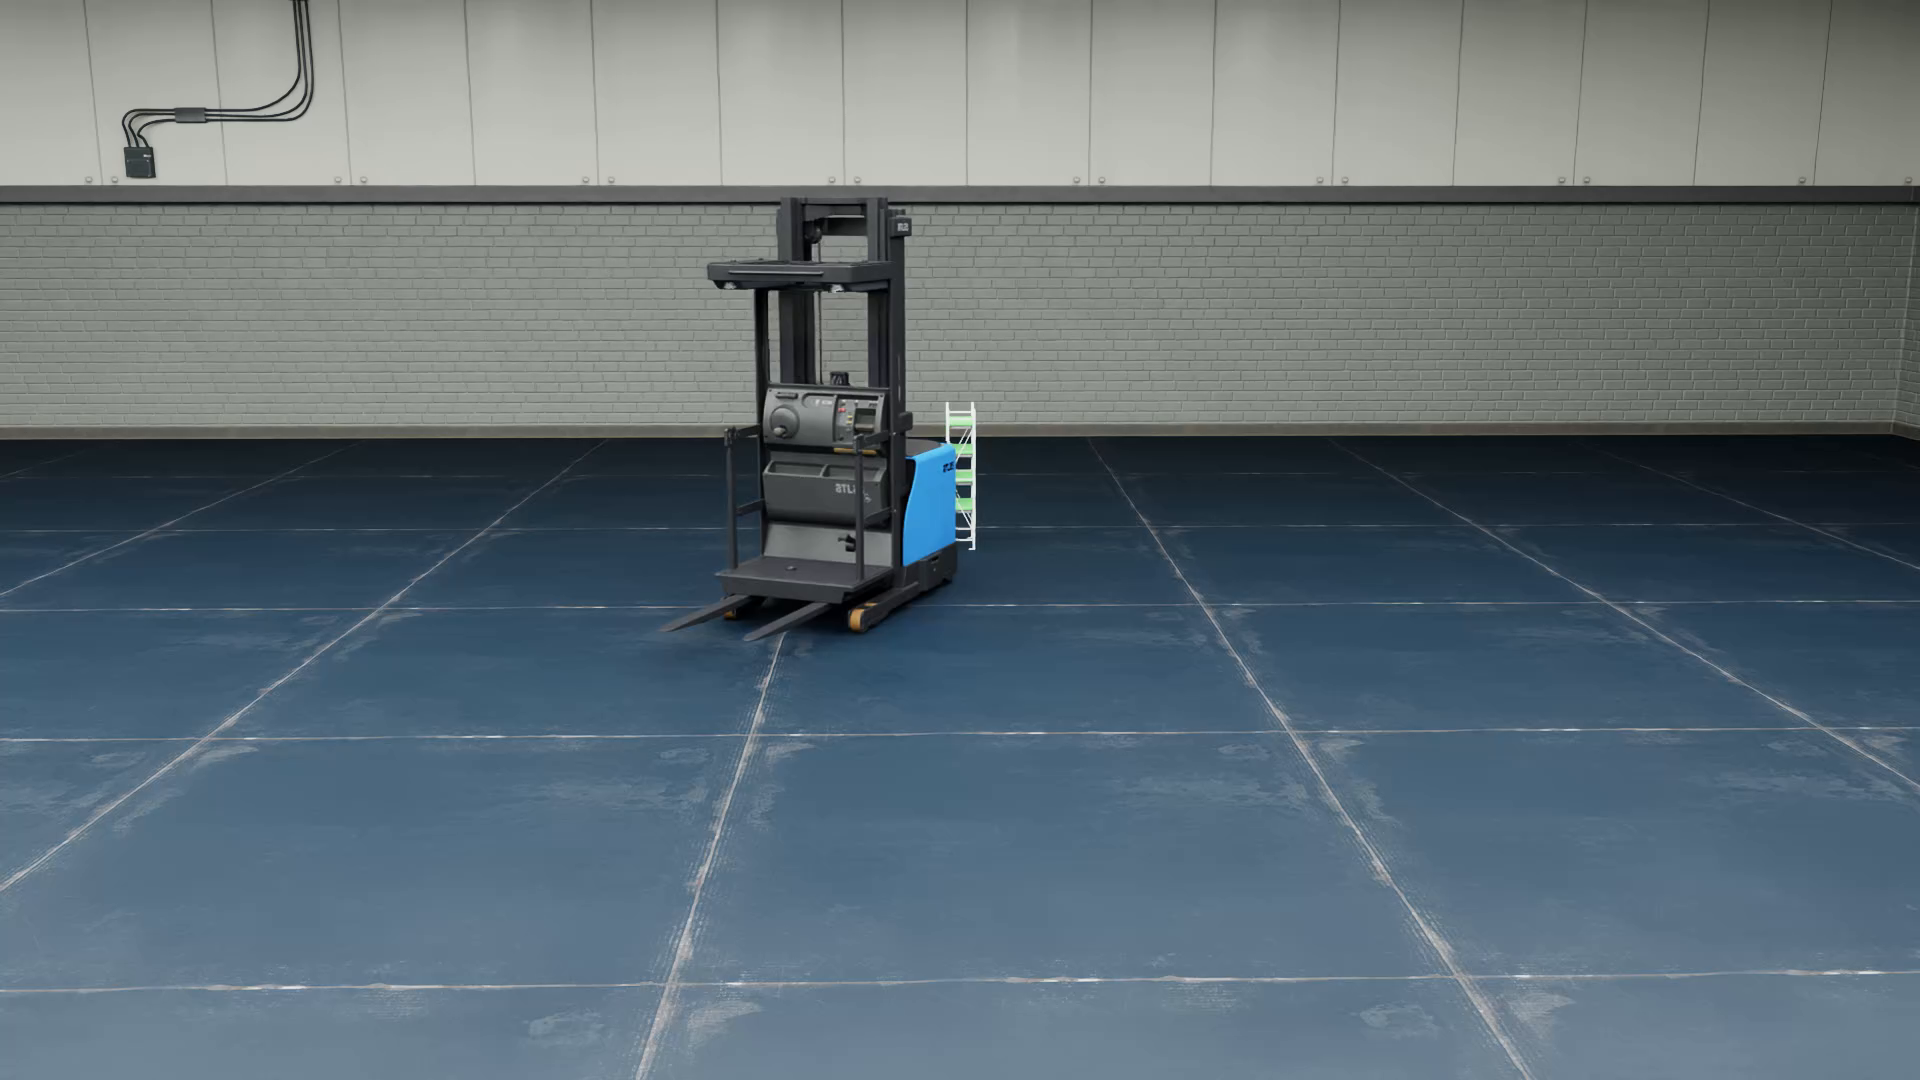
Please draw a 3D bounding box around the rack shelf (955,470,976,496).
[{"bbox_3d":[0.003,-0.492,14.290,0.258,0.148,0.480,0,11,-1],"label":"rack shelf"}]

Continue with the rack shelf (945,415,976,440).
[{"bbox_3d":[0.003,-0.963,14.195,0.258,0.148,0.480,0,11,-1],"label":"rack shelf"}]

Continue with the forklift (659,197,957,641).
[{"bbox_3d":[-1.044,-0.896,11.602,1.130,2.935,3.031,5,12,22],"label":"forklift"}]

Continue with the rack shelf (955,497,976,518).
[{"bbox_3d":[0.003,-0.257,14.338,0.258,0.148,0.480,0,11,-1],"label":"rack shelf"}]

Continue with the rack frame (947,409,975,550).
[{"bbox_3d":[0.008,-0.507,14.039,0.240,1.200,0.015,0,11,-1],"label":"rack frame"}]

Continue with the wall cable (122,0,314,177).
[{"bbox_3d":[-8.908,-7.335,19.527,2.305,6.003,0.169,0,11,-1],"label":"wall cable"}]

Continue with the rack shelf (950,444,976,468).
[{"bbox_3d":[0.003,-0.728,14.243,0.258,0.148,0.480,0,11,-1],"label":"rack shelf"}]

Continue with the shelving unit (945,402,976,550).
[{"bbox_3d":[0.003,-0.555,14.278,0.258,1.200,0.503,0,11,-1],"label":"shelving unit"}]

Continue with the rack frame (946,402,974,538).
[{"bbox_3d":[-0.002,-0.604,14.517,0.240,1.200,0.015,0,11,-1],"label":"rack frame"}]
